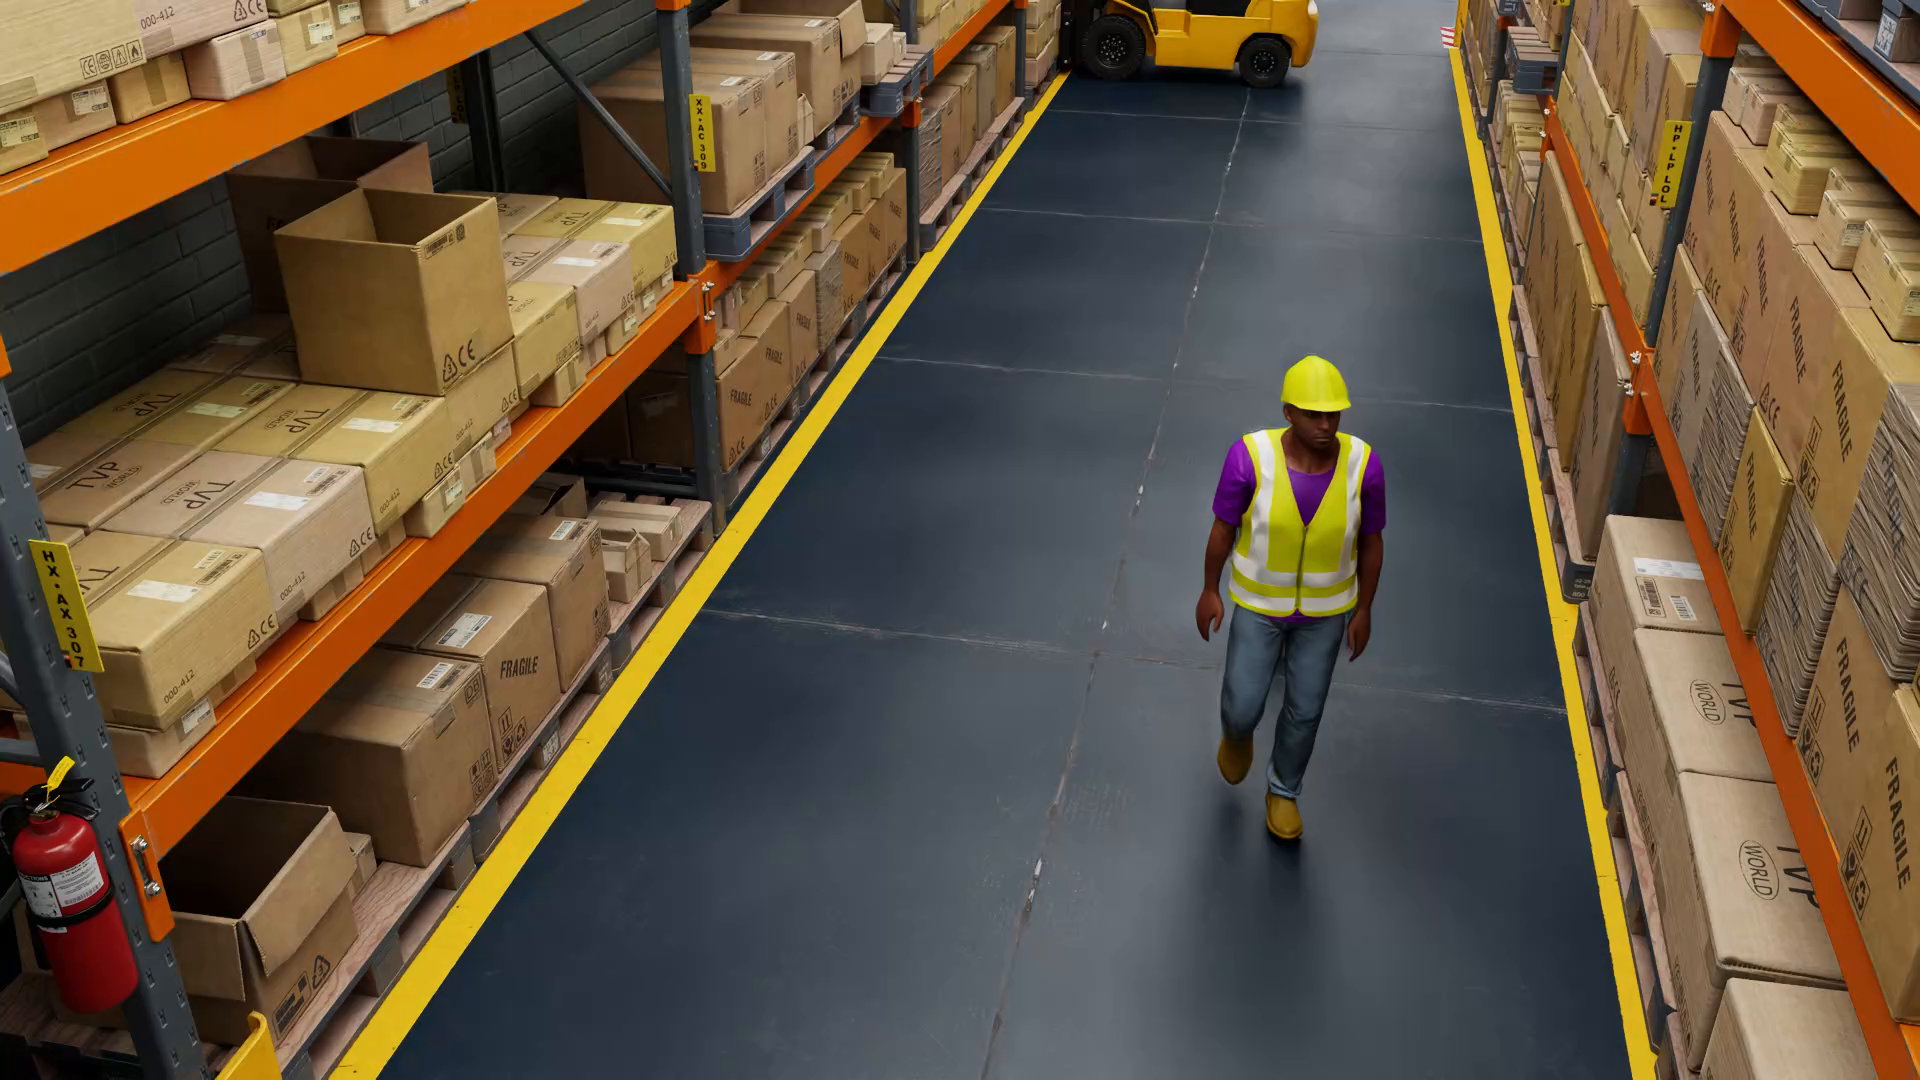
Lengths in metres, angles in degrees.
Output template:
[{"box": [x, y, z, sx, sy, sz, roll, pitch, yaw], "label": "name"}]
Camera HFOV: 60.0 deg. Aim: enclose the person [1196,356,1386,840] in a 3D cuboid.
[{"box": [1.118, 0.198, 5.681, 0.603, 1.759, 0.516, 2, 29, 3], "label": "person"}]
